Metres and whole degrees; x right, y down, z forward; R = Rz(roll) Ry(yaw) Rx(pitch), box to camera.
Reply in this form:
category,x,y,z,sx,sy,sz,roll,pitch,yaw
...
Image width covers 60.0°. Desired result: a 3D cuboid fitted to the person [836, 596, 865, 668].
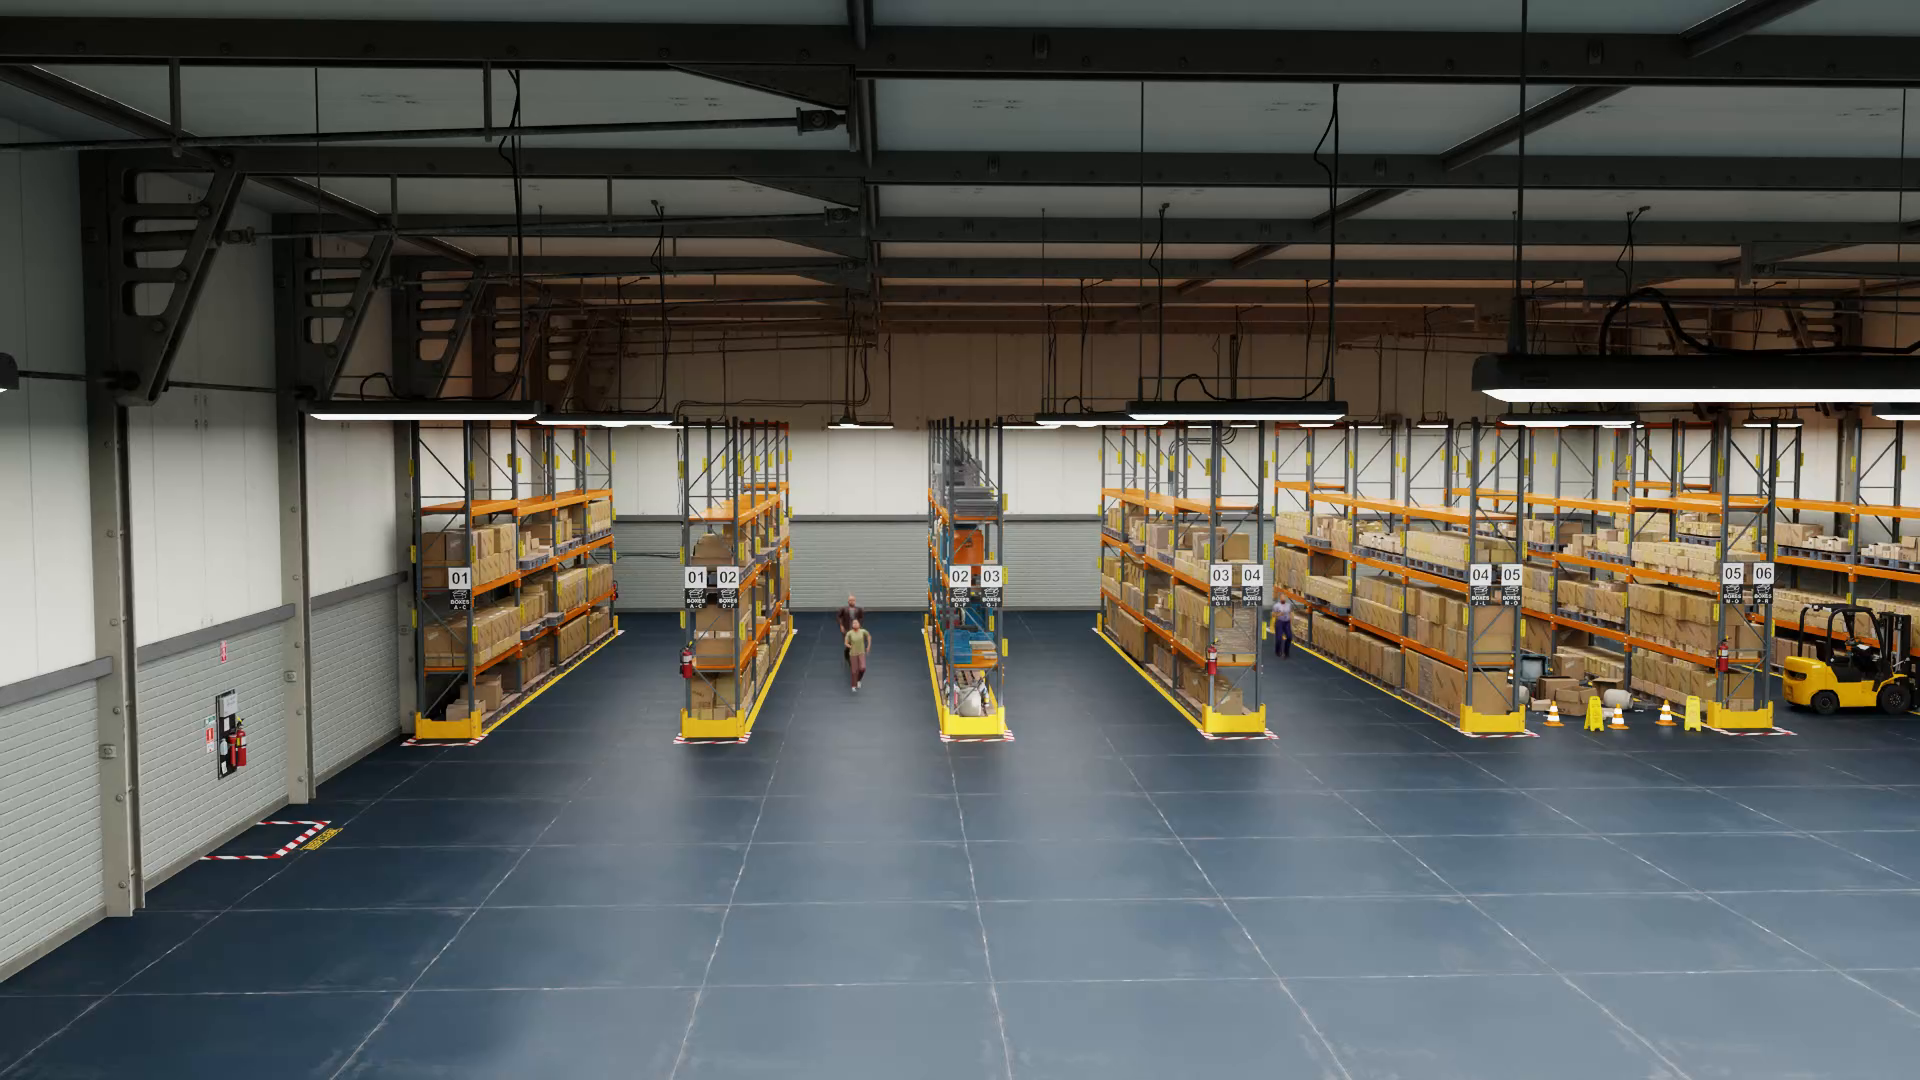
category,x,y,z,sx,sy,sz,roll,pitch,yaw
person,-2.630,2.236,40.151,0.688,1.765,0.579,-1,4,-10

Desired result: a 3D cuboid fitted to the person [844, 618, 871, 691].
category,x,y,z,sx,sy,sz,roll,pitch,yaw
person,-2.245,2.521,36.487,0.596,1.622,0.716,-1,4,-8

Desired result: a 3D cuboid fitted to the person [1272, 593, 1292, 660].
category,x,y,z,sx,sy,sz,roll,pitch,yaw
person,8.125,2.186,41.816,0.582,1.695,0.680,0,4,-5
